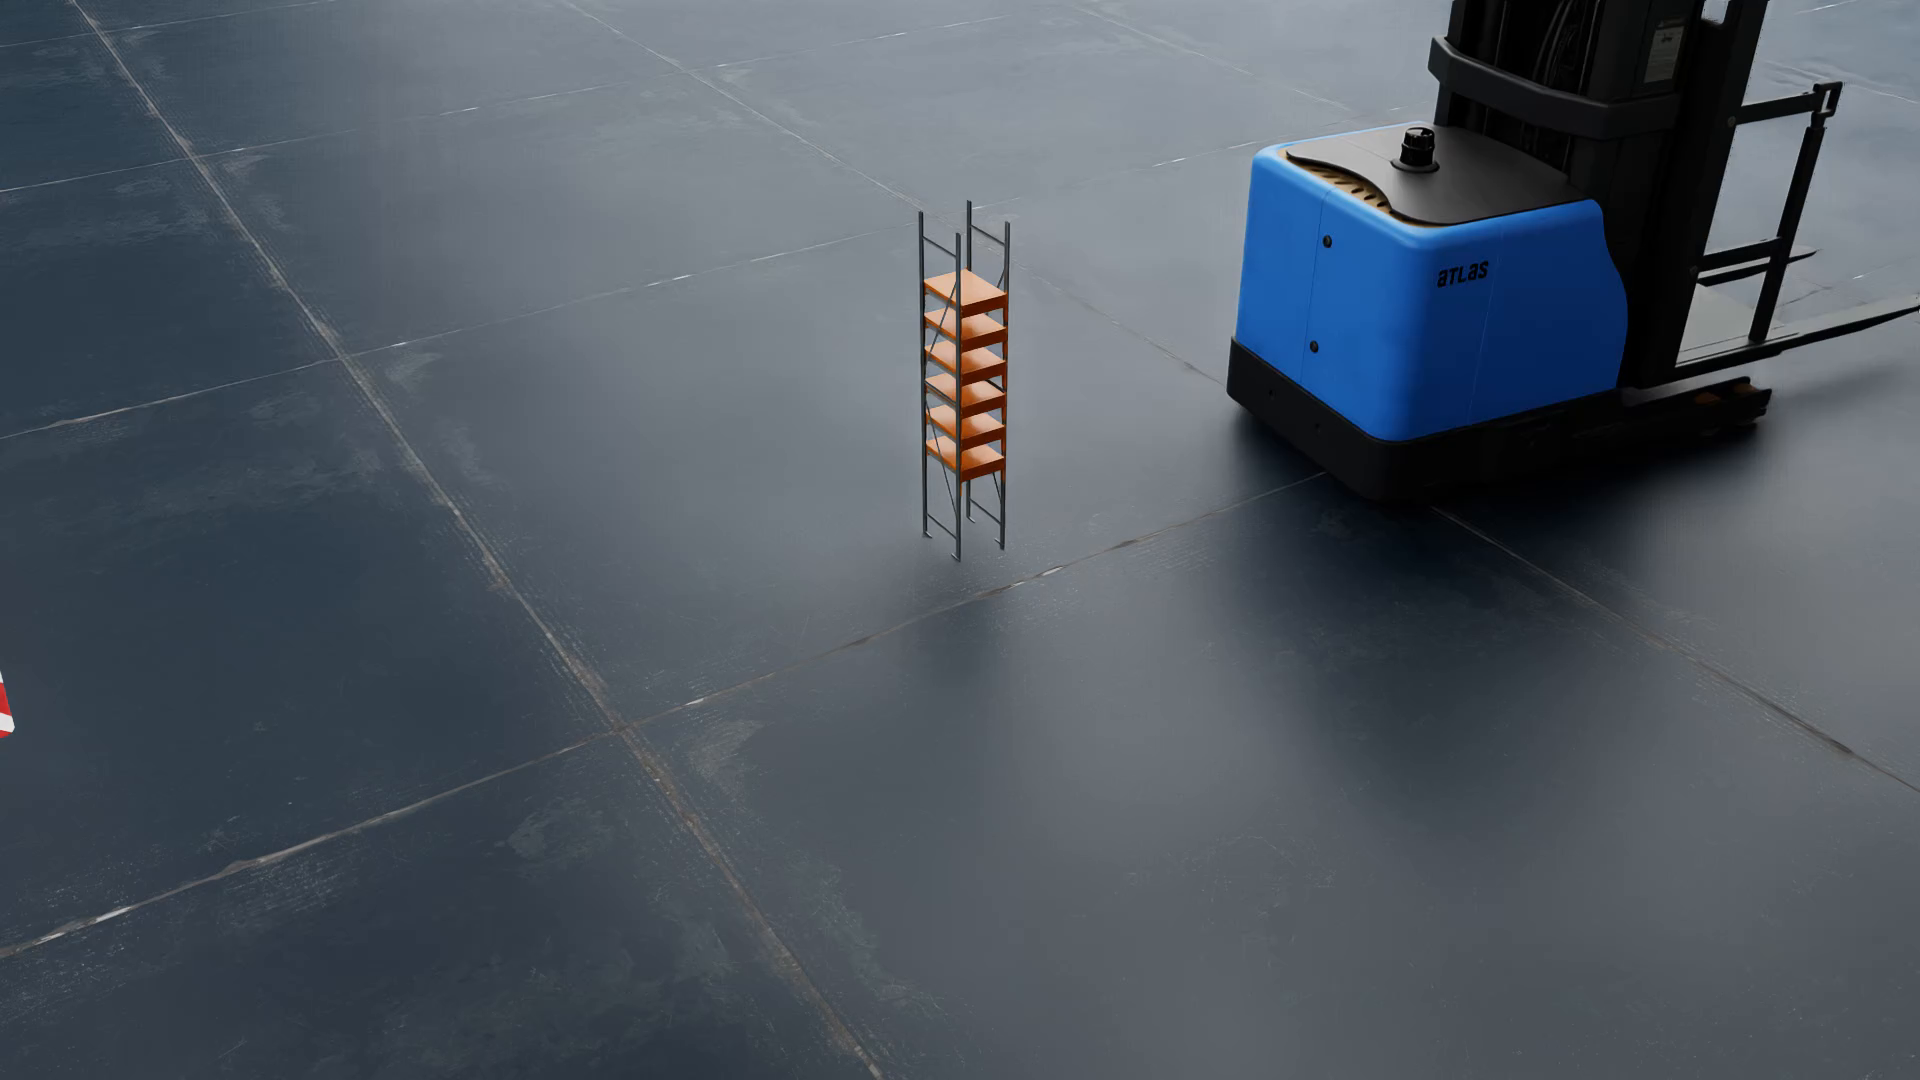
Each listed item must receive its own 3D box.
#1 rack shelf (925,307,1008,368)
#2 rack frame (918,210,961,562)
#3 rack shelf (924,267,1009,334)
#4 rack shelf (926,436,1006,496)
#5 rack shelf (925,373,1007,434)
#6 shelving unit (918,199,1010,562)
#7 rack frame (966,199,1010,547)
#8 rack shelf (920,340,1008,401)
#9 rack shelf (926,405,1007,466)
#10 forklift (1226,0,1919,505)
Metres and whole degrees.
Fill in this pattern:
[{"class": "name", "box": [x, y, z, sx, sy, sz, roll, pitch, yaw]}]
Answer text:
[{"class": "rack shelf", "box": [0.012, -0.677, 5.454, 0.180, 0.103, 0.258, -19, 37, -27]}, {"class": "rack frame", "box": [-0.065, -0.485, 5.516, 0.006, 1.200, 0.240, -19, 37, -27]}, {"class": "rack shelf", "box": [0.012, -0.779, 5.390, 0.180, 0.103, 0.258, -19, 37, -27]}, {"class": "rack shelf", "box": [0.012, -0.271, 5.710, 0.180, 0.103, 0.258, -19, 37, -27]}, {"class": "rack shelf", "box": [0.012, -0.474, 5.582, 0.180, 0.103, 0.258, -19, 37, -27]}, {"class": "shelving unit", "box": [0.012, -0.512, 5.558, 0.189, 1.200, 0.258, -19, 37, -27]}, {"class": "rack frame", "box": [0.089, -0.538, 5.600, 0.006, 1.200, 0.240, -19, 37, -27]}, {"class": "rack shelf", "box": [0.012, -0.576, 5.518, 0.180, 0.103, 0.258, -19, 37, -27]}, {"class": "rack shelf", "box": [0.012, -0.373, 5.646, 0.180, 0.103, 0.258, -19, 37, -27]}, {"class": "forklift", "box": [2.630, -1.888, 6.118, 3.031, 2.935, 1.130, -14, 35, -21]}]
